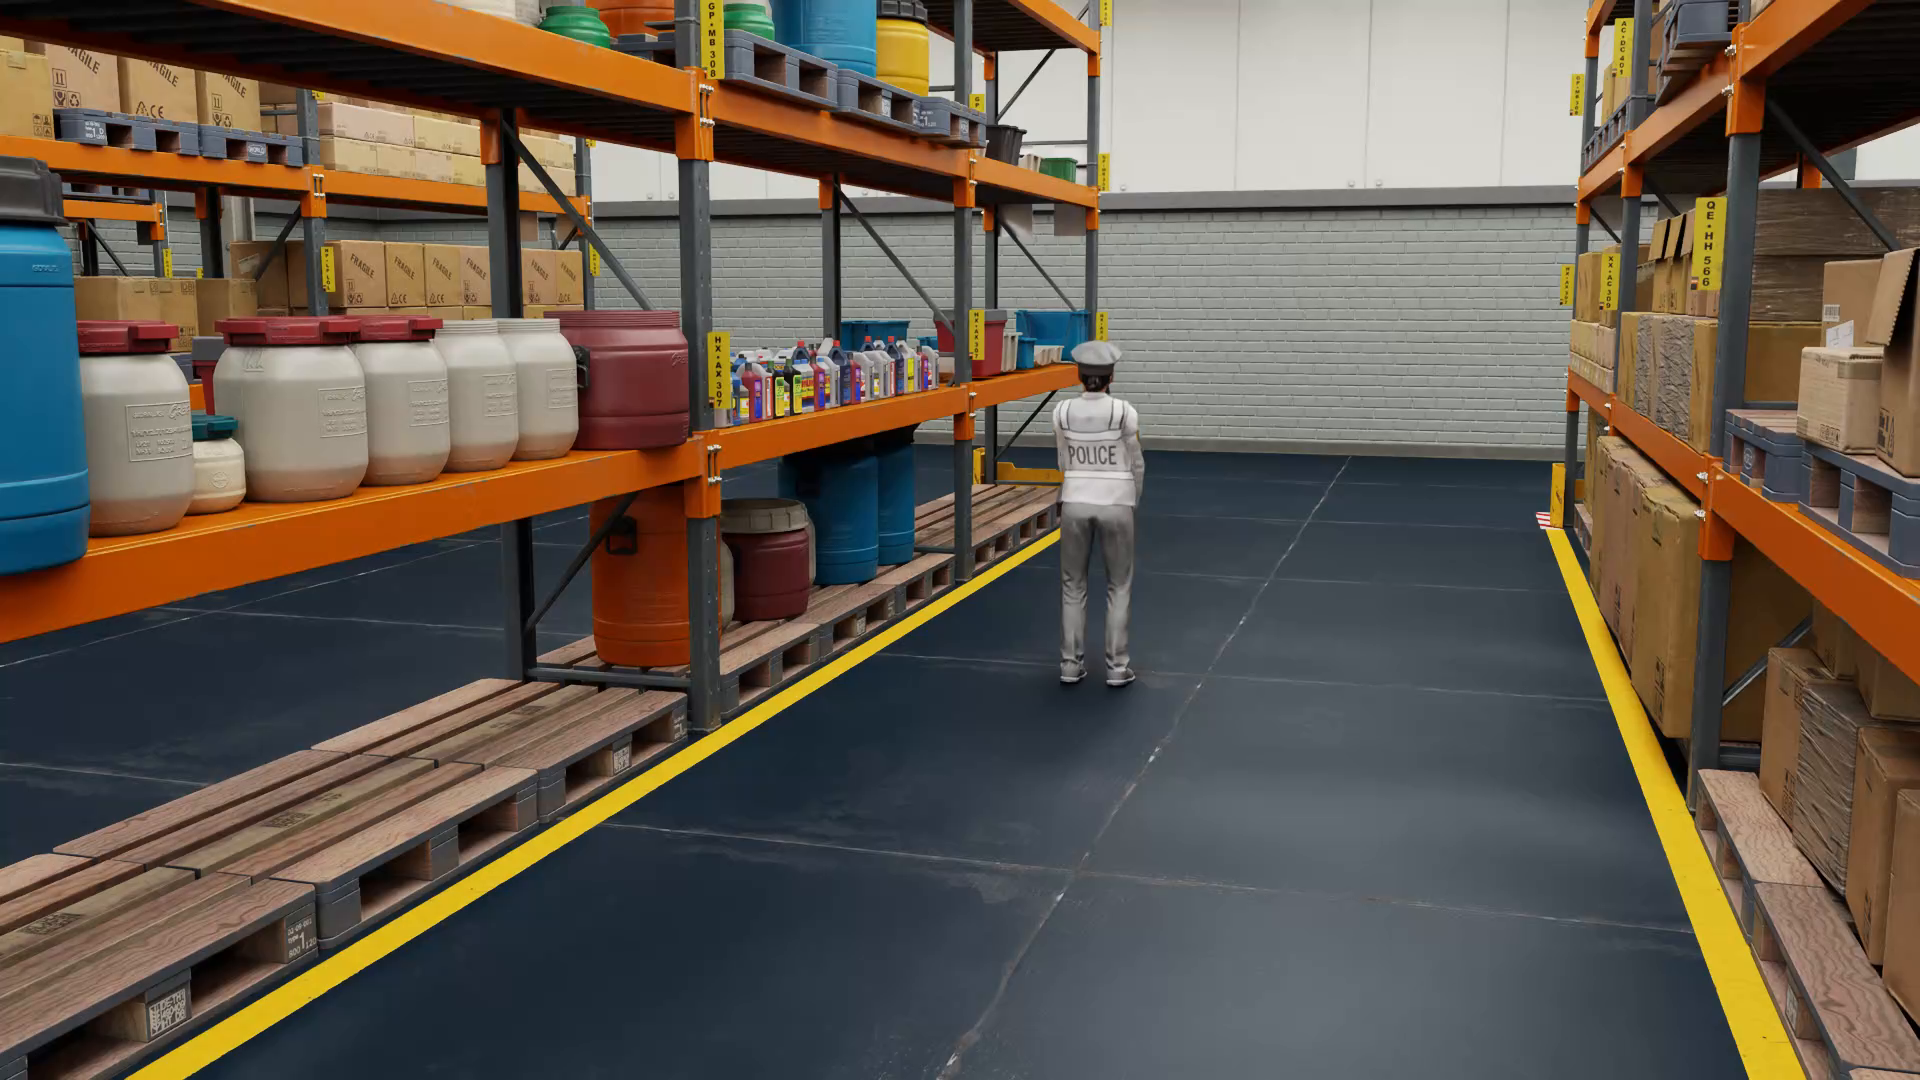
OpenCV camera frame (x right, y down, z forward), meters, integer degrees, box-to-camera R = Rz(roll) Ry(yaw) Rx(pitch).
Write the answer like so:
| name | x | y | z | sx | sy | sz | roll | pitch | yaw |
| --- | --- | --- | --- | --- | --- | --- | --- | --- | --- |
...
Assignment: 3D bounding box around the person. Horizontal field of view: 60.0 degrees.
| name | x | y | z | sx | sy | sz | roll | pitch | yaw |
| --- | --- | --- | --- | --- | --- | --- | --- | --- | --- |
| person | 0.691 | -0.140 | 8.217 | 0.434 | 1.691 | 0.515 | 2 | 9 | 15 |
